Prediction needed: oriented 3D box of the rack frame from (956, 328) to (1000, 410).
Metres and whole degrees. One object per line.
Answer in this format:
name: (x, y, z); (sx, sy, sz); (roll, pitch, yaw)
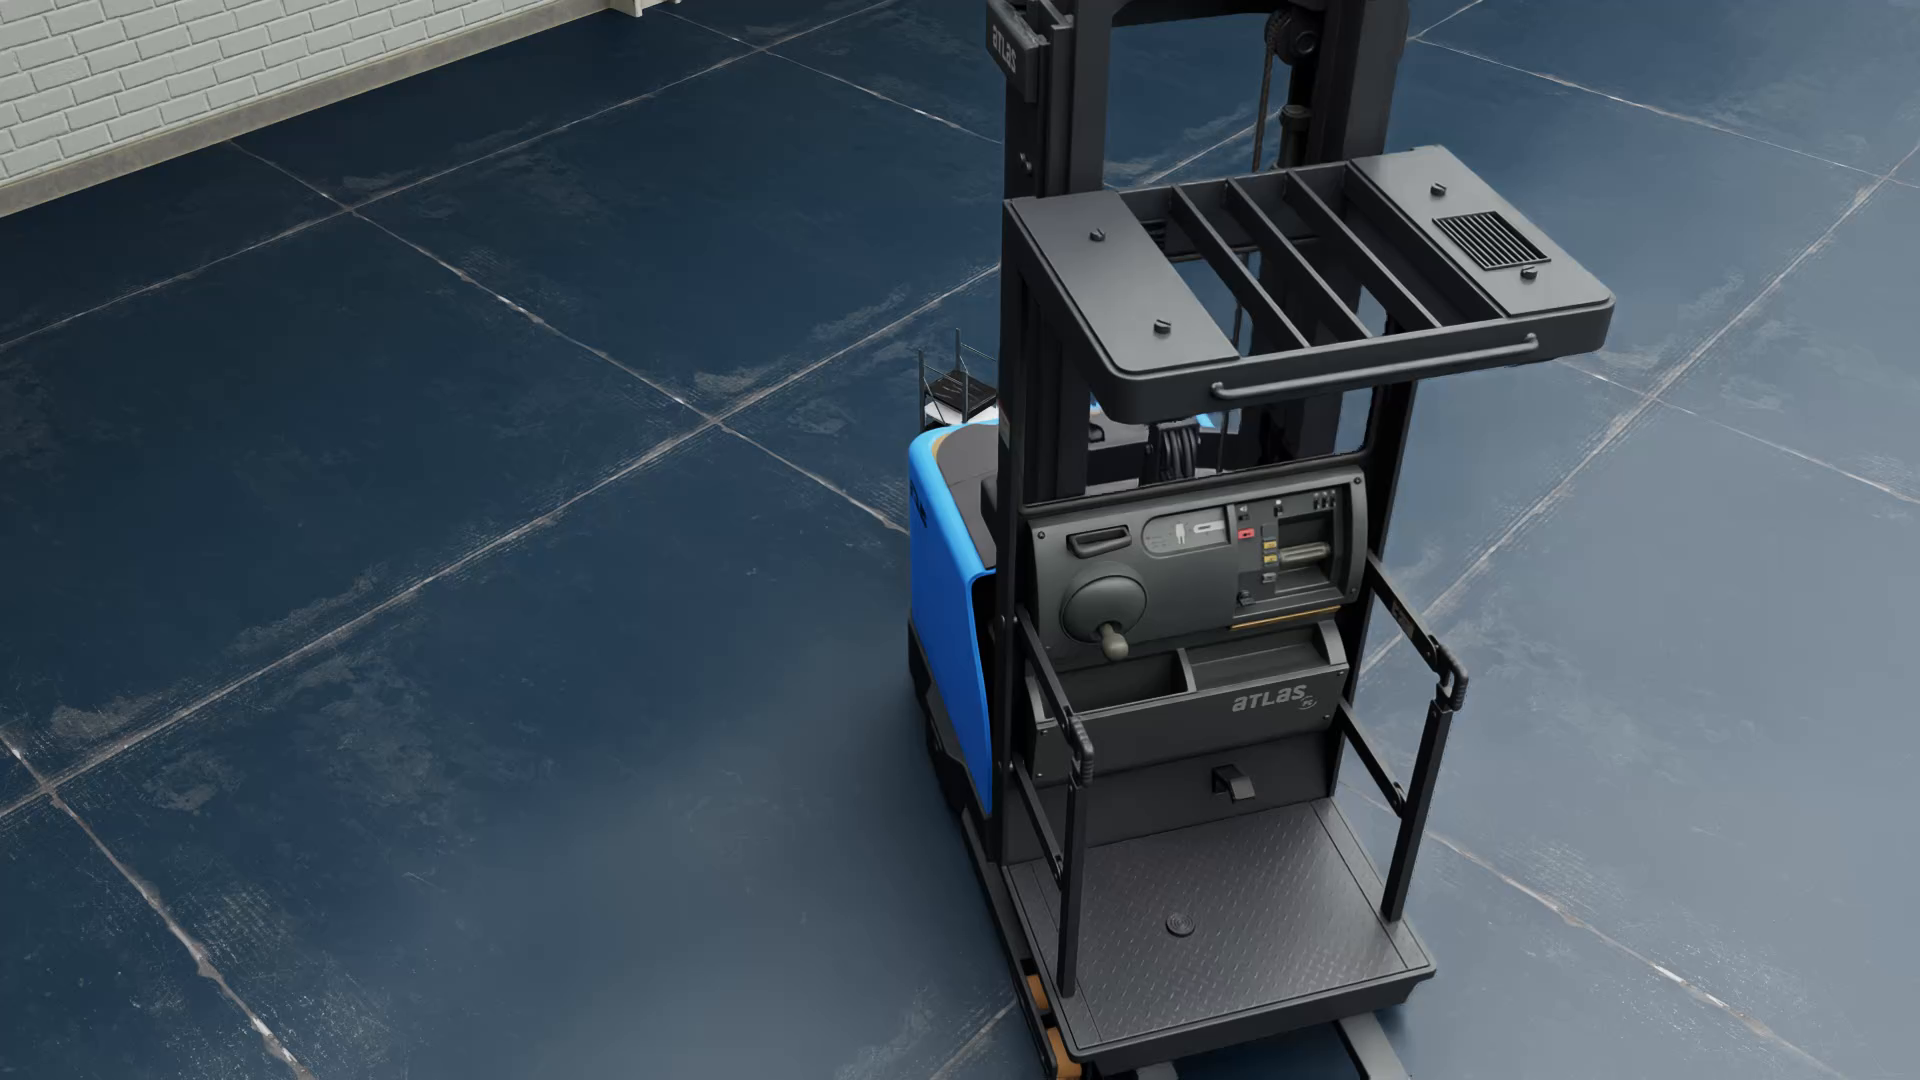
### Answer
rack frame: (0.074, -0.403, 6.533); (0.240, 0.900, 0.006); (30, 47, 32)

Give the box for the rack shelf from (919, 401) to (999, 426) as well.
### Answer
rack shelf: (0.005, -0.471, 6.383); (0.258, 0.077, 0.200); (30, 47, 32)

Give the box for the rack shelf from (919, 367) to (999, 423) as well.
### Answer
rack shelf: (0.006, -0.541, 6.327); (0.258, 0.077, 0.200); (30, 47, 32)

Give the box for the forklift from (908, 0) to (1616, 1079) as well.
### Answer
forklift: (0.697, 0.139, 4.220); (1.130, 2.935, 3.031); (-10, 40, -12)

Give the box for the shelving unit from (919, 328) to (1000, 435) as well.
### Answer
shelving unit: (0.005, -0.356, 6.475); (0.258, 0.900, 0.210); (30, 47, 32)

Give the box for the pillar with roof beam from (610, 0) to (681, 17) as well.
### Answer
pillar with roof beam: (1.025, -5.377, 6.282); (9.100, 9.000, 0.400); (30, 47, 32)

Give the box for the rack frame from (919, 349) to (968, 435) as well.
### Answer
rack frame: (-0.063, -0.309, 6.416); (0.240, 0.900, 0.006); (30, 47, 32)

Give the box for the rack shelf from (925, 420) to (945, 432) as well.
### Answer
rack shelf: (0.005, -0.400, 6.439); (0.258, 0.077, 0.200); (30, 47, 32)
